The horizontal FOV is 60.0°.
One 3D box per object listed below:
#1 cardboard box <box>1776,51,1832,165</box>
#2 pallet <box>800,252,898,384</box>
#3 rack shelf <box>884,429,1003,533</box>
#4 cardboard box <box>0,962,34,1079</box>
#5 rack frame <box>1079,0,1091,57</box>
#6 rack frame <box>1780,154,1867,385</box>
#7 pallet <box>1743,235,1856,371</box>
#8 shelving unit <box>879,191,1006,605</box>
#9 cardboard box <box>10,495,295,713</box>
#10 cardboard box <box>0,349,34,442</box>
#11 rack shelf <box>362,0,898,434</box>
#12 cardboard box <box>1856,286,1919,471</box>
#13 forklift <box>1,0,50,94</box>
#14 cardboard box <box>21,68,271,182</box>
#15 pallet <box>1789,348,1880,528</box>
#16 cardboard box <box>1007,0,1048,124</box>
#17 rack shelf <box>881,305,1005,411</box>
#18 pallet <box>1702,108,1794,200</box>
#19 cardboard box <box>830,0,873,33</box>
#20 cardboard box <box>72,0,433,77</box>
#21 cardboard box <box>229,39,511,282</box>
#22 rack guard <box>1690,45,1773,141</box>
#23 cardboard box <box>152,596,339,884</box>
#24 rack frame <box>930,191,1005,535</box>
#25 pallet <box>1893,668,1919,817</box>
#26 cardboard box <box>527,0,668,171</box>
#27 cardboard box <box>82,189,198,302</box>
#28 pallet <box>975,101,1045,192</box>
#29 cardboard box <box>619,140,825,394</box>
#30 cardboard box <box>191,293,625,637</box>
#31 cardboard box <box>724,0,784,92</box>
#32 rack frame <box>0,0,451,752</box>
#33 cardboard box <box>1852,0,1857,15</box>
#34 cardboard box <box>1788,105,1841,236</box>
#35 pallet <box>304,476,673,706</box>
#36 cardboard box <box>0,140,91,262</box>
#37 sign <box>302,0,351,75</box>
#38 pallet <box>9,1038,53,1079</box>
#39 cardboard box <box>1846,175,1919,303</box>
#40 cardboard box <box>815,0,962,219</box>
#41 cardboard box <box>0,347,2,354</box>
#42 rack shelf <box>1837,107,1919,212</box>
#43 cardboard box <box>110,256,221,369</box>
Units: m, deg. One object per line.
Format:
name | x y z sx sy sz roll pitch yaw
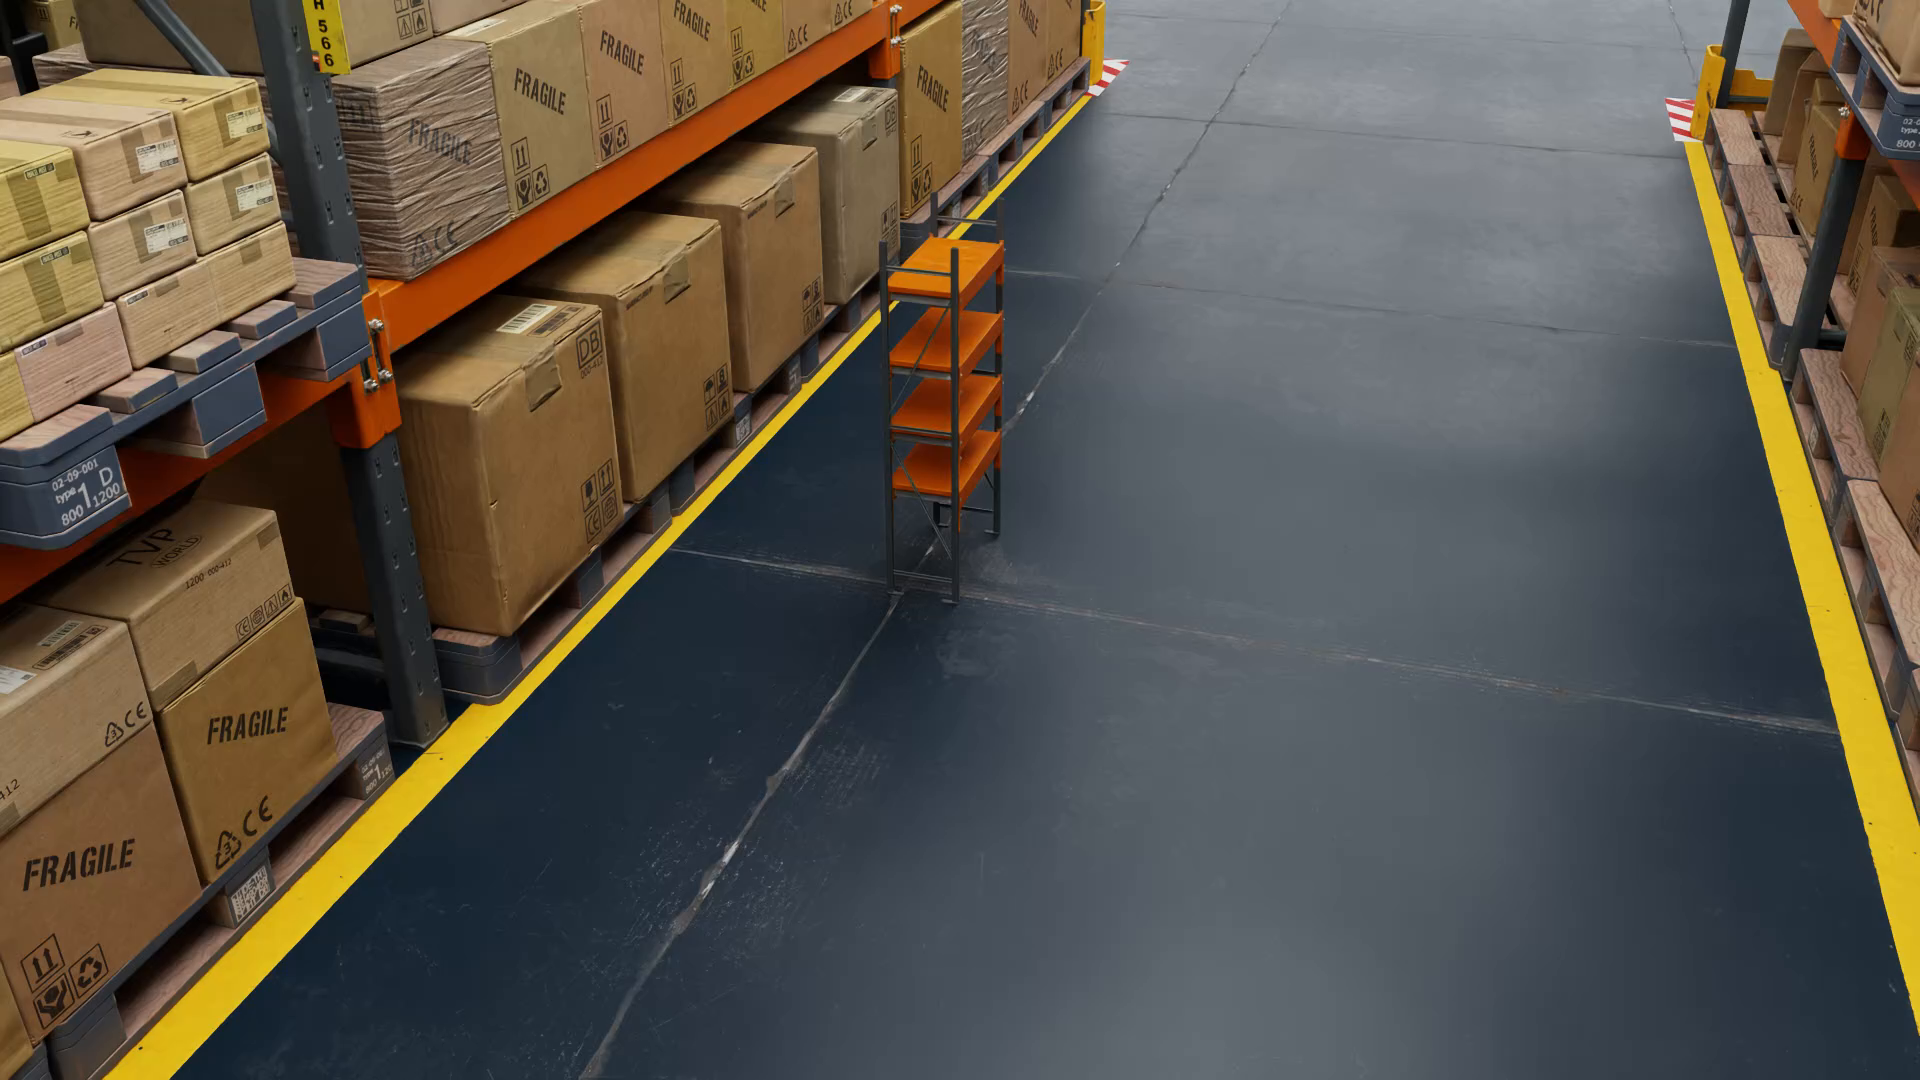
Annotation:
cardboard box | 4.756 -2.299 8.937 0.500 0.500 0.500 17 33 28
pallet | -0.943 -1.086 7.486 1.003 0.211 1.213 8 30 15
rack shelf | -0.049 -0.215 5.449 0.258 0.148 0.480 8 30 15
cardboard box | -2.201 0.925 3.140 0.500 0.500 0.500 7 30 13
rack frame | 0.386 -4.533 10.813 1.000 3.000 0.127 8 30 15
rack frame | 3.924 -1.920 6.115 1.000 3.000 0.127 8 30 15
pallet | 4.087 -1.018 7.363 1.003 0.211 1.213 8 30 15
shelving unit | -0.049 -0.447 5.320 0.258 1.200 0.503 8 30 15
cardboard box | -1.913 0.121 3.815 0.500 0.250 0.500 8 30 14
cardboard box | -1.894 -0.244 2.930 0.380 0.149 0.250 8 30 14
rack shelf | -1.375 -1.430 5.976 1.077 0.370 4.000 8 30 15
cardboard box | 3.565 -0.518 5.715 0.700 0.500 0.500 8 30 15
forklift | -4.356 -1.983 6.300 3.031 2.935 1.130 16 33 27
cardboard box | -1.668 -0.856 3.417 0.380 0.149 0.250 7 30 13
pallet | 3.696 -0.339 6.142 1.003 0.211 1.213 8 30 15
cardboard box | -0.006 -3.054 9.909 0.875 0.875 0.875 8 30 14
rack shelf | -0.049 -0.584 5.244 0.258 0.148 0.480 8 30 15
pallet | 4.803 -2.152 9.401 1.003 0.211 1.213 8 30 15
cardboard box | -0.686 -2.437 6.943 0.500 0.500 0.500 8 30 15
cardboard box | -1.821 -1.503 4.235 0.700 0.500 0.500 8 30 15
cardboard box | -1.573 -1.029 4.412 0.500 0.500 0.500 9 30 15
rack guard | 5.075 -2.651 10.001 1.175 0.500 0.348 8 30 15
cardboard box | -1.906 0.437 4.019 0.500 0.500 0.500 8 30 15
rack frame | 0.023 -0.561 5.524 0.240 1.200 0.015 8 30 15
pallet | 2.980 0.795 4.104 1.003 0.211 1.213 8 30 15
cardboard box | -1.278 -1.500 5.258 0.500 0.500 0.500 8 30 15
cardboard box | -1.749 -0.600 3.264 0.380 0.149 0.250 10 31 17
pallet | -0.134 -2.367 9.787 1.003 0.211 1.213 8 30 15
cardboard box | -1.171 -1.126 6.570 1.050 0.750 0.750 8 30 15
cardboard box | -1.698 -0.286 5.061 1.050 0.750 0.750 8 30 14
cardboard box | -0.983 -1.968 6.099 0.500 0.500 0.500 9 30 15
rack frame | -1.962 -0.815 4.130 1.000 3.000 0.127 8 30 15
cardboard box | 3.788 -2.066 6.638 0.380 0.149 0.250 8 30 15
cardboard box | 4.347 -1.758 7.964 0.500 0.500 0.500 6 30 10
pallet | -1.659 0.048 5.447 1.003 0.211 1.213 8 30 15
cardboard box | -1.821 -0.618 2.989 0.380 0.149 0.250 9 30 16
sign | -1.441 -1.214 3.737 0.100 0.325 0.005 8 30 15
pallet | -2.553 1.331 3.140 1.003 0.211 1.213 8 30 15
cardboard box | 4.079 -1.191 6.945 0.500 0.500 0.500 8 30 13
cardboard box | -0.537 -2.212 8.394 0.875 0.875 0.875 9 30 16
cardboard box | -1.897 -0.361 2.835 0.380 0.149 0.250 9 30 15
rack shelf | 3.337 -0.676 4.619 1.077 0.370 4.000 8 30 15
cardboard box | -1.742 -0.479 3.352 0.380 0.149 0.250 8 30 15
